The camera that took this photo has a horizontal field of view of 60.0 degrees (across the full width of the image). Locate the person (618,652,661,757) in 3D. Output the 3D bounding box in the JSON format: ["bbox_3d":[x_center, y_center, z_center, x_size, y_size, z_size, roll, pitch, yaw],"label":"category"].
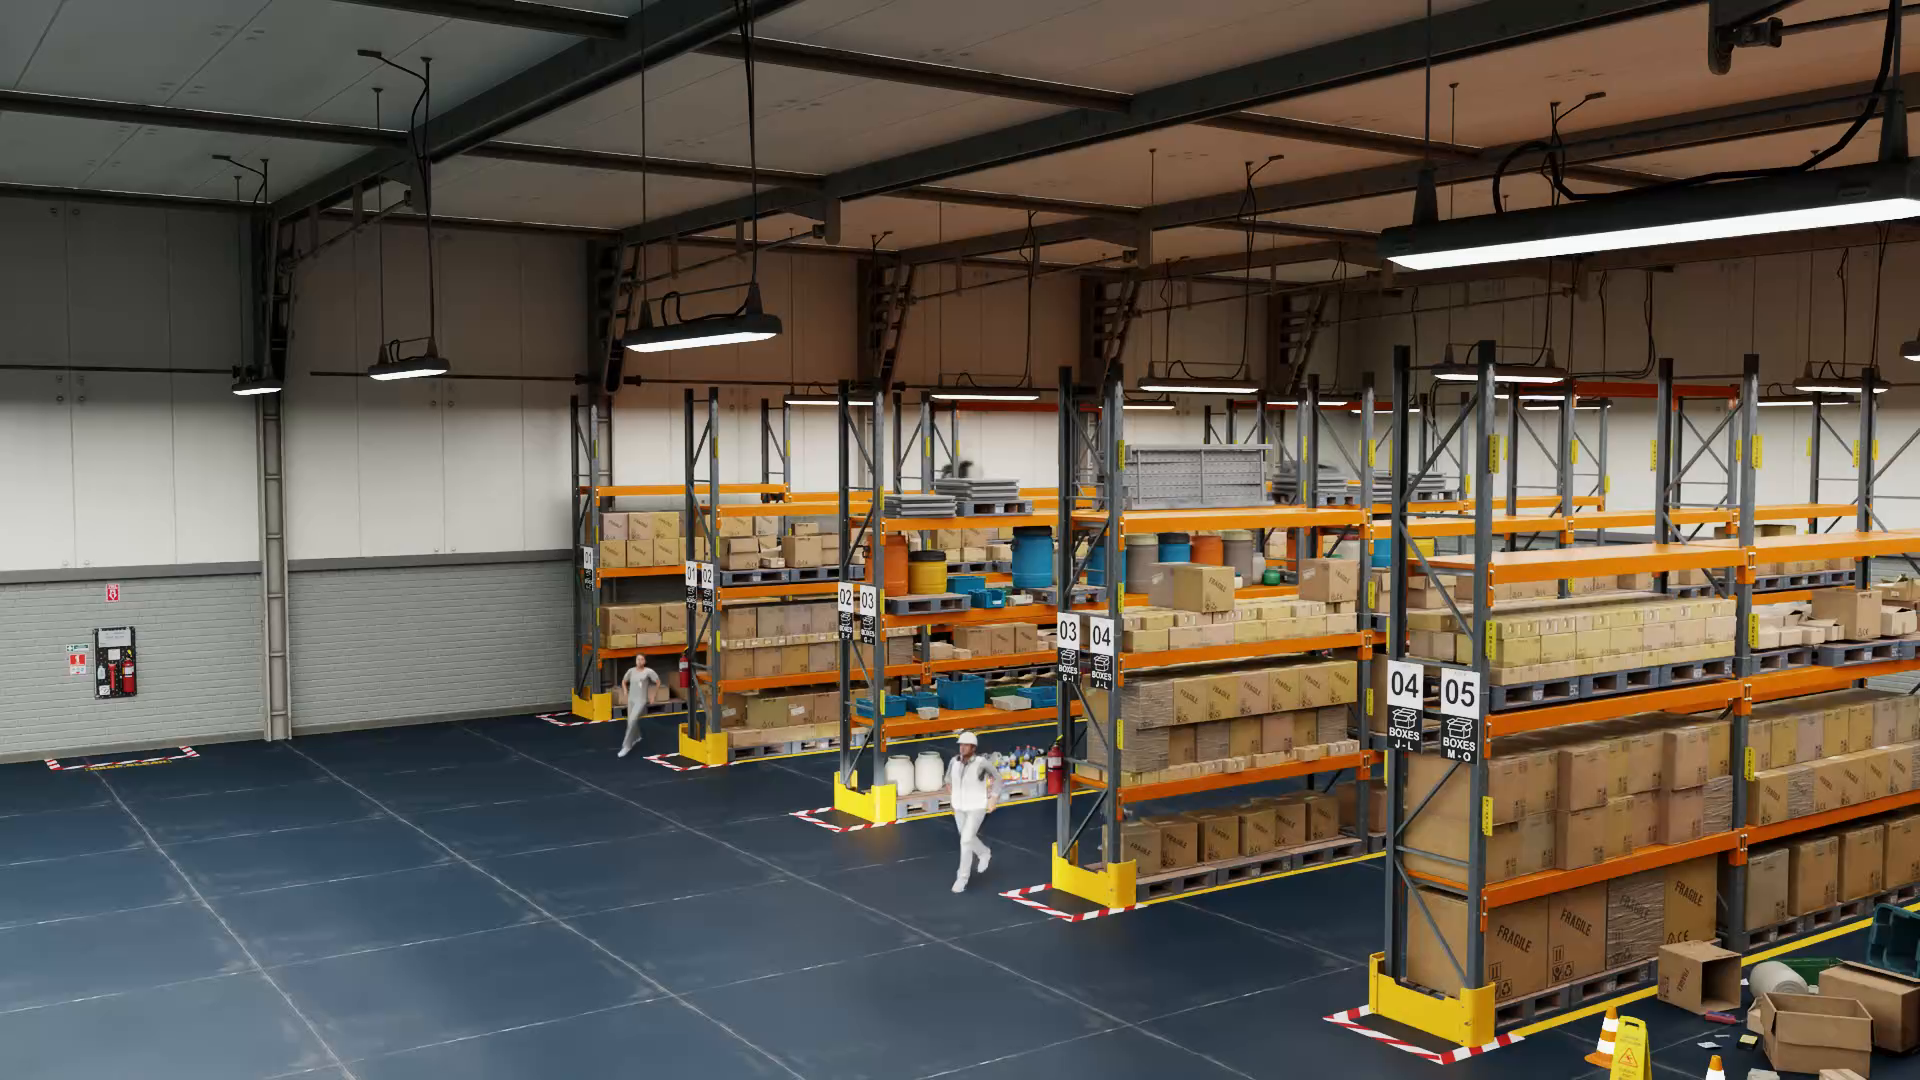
[{"bbox_3d":[-5.321,2.685,27.454,0.649,1.683,0.846,1,4,19],"label":"person"}]

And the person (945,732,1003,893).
[{"bbox_3d":[0.117,3.117,19.380,0.692,1.786,0.927,2,4,35],"label":"person"}]

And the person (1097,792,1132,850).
[{"bbox_3d":[2.010,3.073,21.065,0.642,1.658,0.615,-3,5,-41],"label":"person"}]
